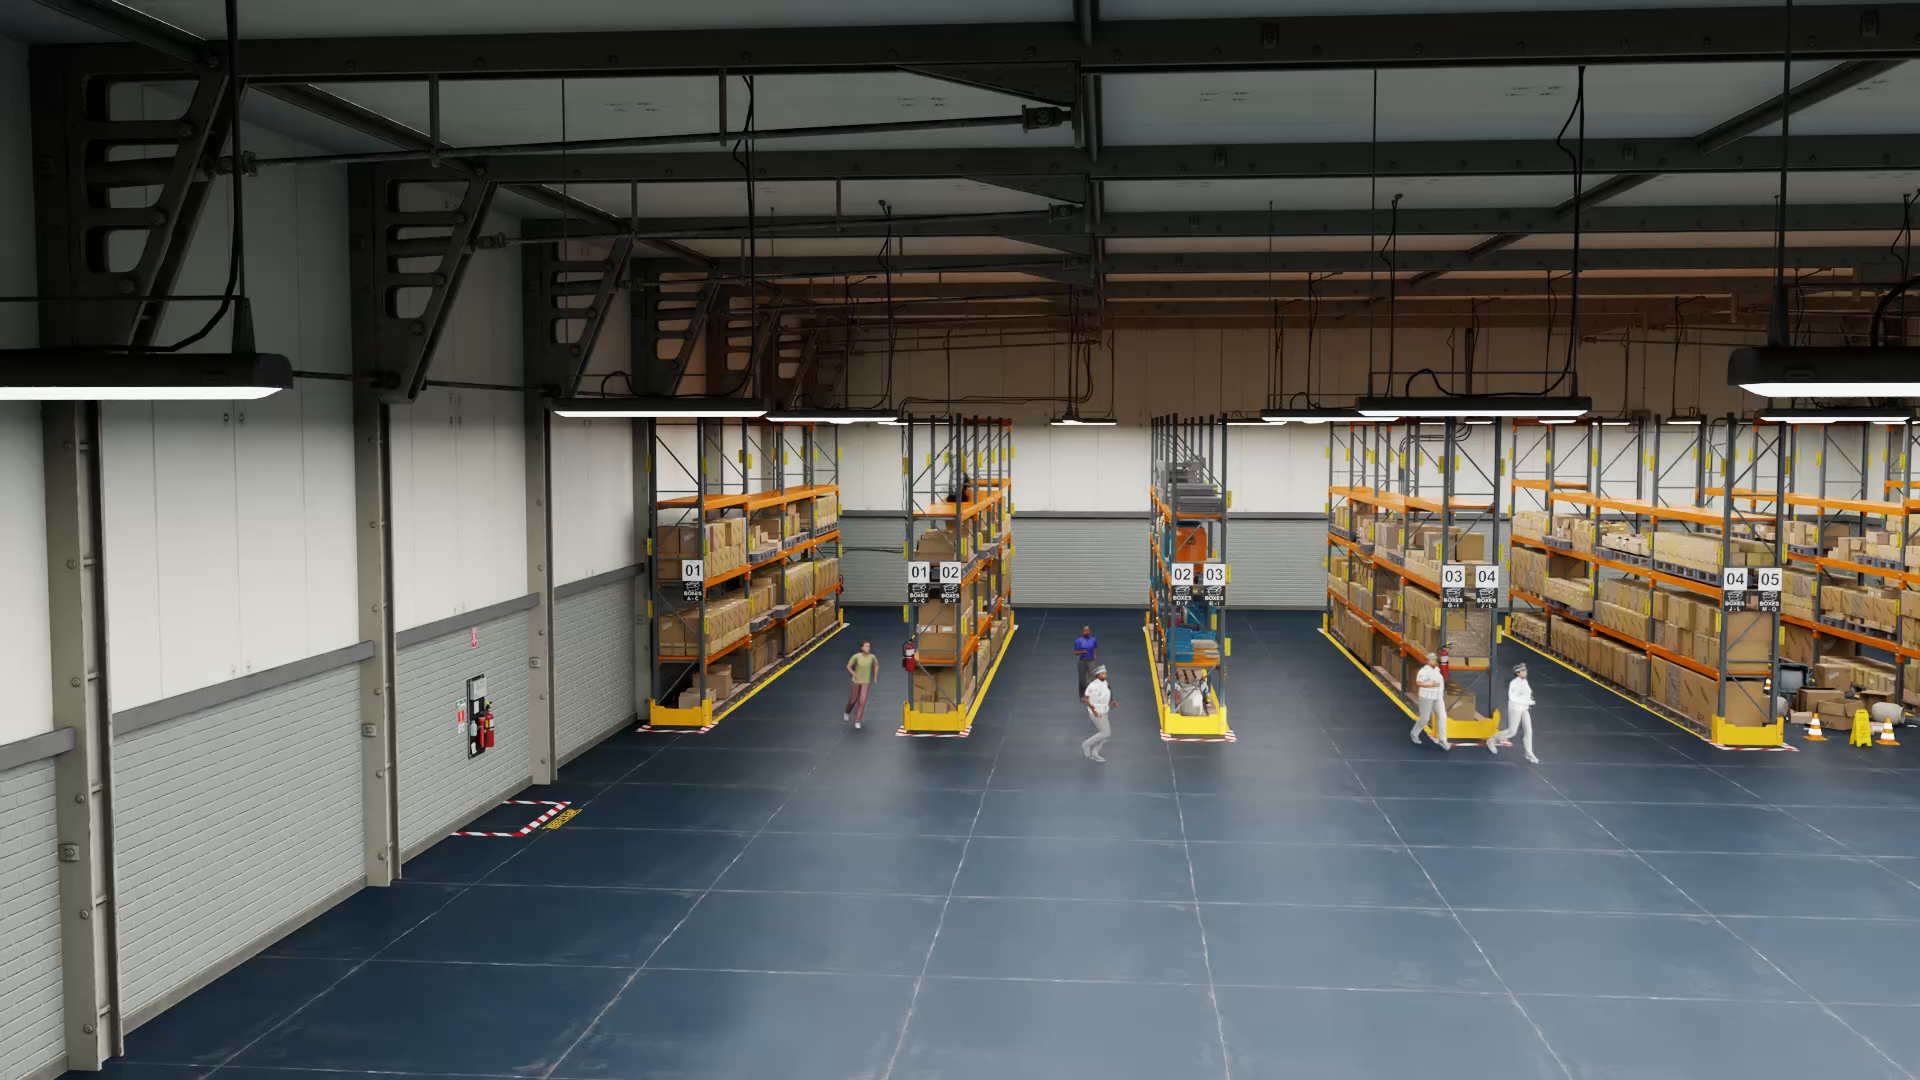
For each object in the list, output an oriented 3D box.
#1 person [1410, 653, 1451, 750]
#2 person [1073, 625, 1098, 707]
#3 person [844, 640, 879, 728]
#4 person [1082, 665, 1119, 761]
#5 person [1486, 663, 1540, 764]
[{"bbox_3d":[8.443,2.869,29.843,0.606,1.692,0.814,-2,4,-25],"label":"person"},{"bbox_3d":[2.602,2.610,34.186,0.555,1.700,0.702,0,4,-5],"label":"person"},{"bbox_3d":[-1.869,2.750,32.020,0.652,1.636,0.825,-1,4,-14],"label":"person"},{"bbox_3d":[2.432,2.971,28.600,0.571,1.670,0.566,2,5,32],"label":"person"},{"bbox_3d":[9.584,2.952,28.672,0.625,1.711,0.922,-4,5,-44],"label":"person"}]
